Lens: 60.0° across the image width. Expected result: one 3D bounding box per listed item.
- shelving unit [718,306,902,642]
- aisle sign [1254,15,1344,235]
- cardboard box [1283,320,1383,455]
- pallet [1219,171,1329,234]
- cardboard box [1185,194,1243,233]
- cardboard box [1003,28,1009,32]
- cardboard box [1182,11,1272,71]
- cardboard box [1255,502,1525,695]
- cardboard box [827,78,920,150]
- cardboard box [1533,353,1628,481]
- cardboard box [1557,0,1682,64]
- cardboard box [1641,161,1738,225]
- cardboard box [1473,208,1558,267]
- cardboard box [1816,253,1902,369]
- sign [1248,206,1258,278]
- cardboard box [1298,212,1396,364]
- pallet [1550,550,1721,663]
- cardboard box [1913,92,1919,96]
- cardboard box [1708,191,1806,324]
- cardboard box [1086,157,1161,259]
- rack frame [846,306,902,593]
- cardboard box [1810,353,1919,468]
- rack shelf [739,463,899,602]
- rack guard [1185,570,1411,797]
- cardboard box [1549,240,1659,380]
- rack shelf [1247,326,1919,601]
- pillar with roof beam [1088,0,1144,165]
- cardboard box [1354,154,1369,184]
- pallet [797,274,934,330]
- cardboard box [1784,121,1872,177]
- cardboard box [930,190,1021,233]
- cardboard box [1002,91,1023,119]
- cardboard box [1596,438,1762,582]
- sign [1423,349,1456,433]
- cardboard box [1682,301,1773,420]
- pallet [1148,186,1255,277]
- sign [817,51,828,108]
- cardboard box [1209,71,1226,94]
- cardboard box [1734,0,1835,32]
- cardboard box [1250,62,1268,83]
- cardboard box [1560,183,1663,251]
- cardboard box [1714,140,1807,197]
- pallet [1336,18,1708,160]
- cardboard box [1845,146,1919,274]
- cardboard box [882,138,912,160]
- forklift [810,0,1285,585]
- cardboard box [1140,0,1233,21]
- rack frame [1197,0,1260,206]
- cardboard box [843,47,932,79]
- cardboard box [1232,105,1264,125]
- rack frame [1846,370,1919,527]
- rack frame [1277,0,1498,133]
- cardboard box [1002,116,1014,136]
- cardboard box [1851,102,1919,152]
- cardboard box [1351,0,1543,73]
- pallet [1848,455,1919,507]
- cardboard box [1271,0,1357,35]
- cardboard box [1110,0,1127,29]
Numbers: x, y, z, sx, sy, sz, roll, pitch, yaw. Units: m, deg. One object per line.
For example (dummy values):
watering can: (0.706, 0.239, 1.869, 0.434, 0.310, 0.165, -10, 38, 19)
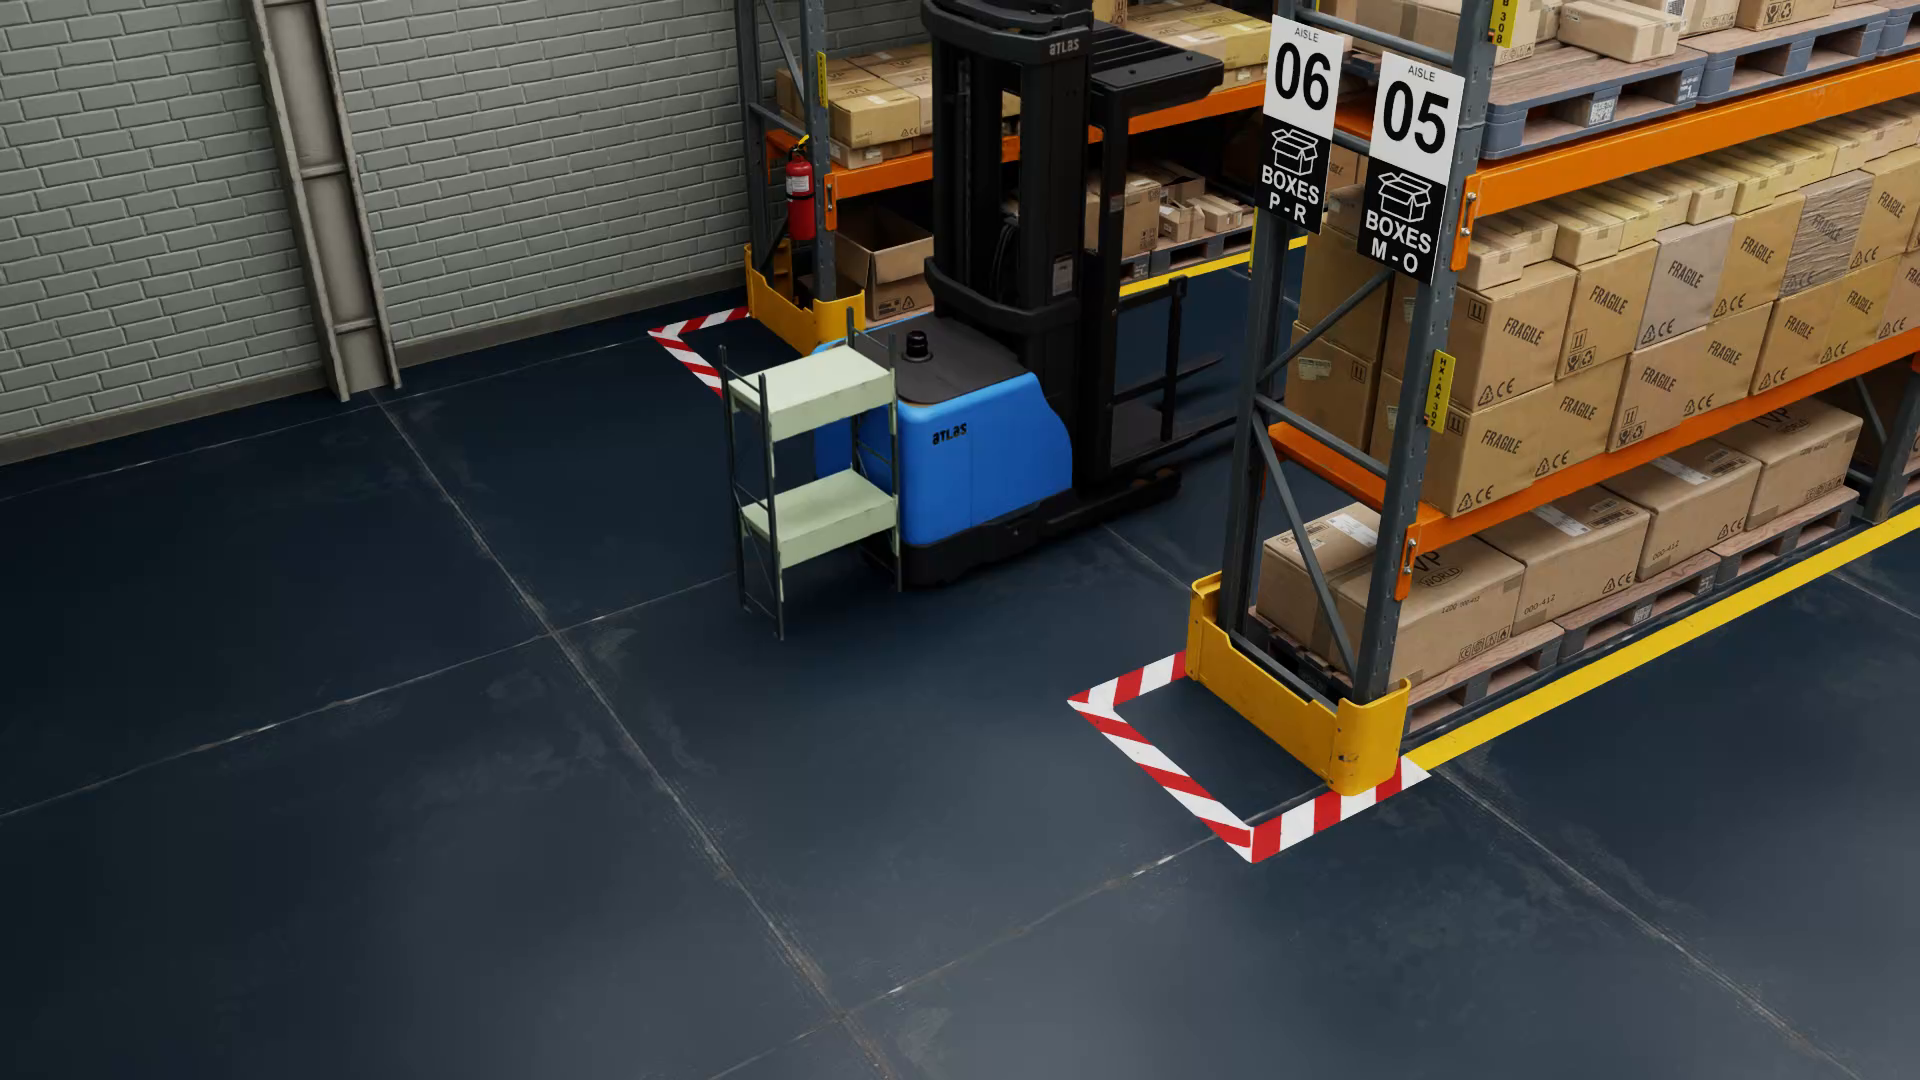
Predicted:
shelving unit: (-0.729, -0.323, 8.357, 0.755, 1.500, 0.431, -22, 38, -31)
aisle sign: (1.339, -1.645, 6.609, 0.004, 0.787, 0.394, -19, 37, -27)
cardboard box: (1.829, -0.728, 7.498, 0.500, 0.500, 0.500, -19, 37, -27)
pallet: (2.900, -2.881, 13.619, 1.213, 0.211, 1.003, -19, 37, -27)
cardboard box: (1.927, -2.487, 12.660, 0.250, 0.149, 0.380, -20, 37, -29)
cardboard box: (0.410, -3.407, 11.701, 0.500, 0.250, 0.500, -19, 37, -27)
cardboard box: (1.941, -3.614, 12.029, 0.500, 0.250, 0.500, -18, 36, -26)
cardboard box: (2.068, 0.243, 8.061, 0.875, 0.438, 0.875, -20, 38, -29)
cardboard box: (-0.598, -2.725, 10.620, 0.500, 0.250, 0.500, -19, 37, -27)
cardboard box: (2.536, -0.638, 7.356, 0.500, 0.500, 0.500, -20, 37, -28)
cardboard box: (2.606, -2.021, 6.579, 0.250, 0.149, 0.380, -18, 36, -26)
cardboard box: (3.114, -1.514, 7.199, 0.250, 0.149, 0.380, -19, 37, -27)
cardboard box: (2.197, -1.253, 6.786, 0.250, 0.149, 0.380, -18, 36, -26)
cardboard box: (4.248, -1.226, 8.288, 0.500, 0.500, 0.500, -20, 37, -28)
sign: (1.285, -1.264, 7.136, 0.005, 0.325, 0.100, -19, 37, -27)
cardboard box: (1.843, -1.138, 7.212, 0.500, 0.500, 0.500, -18, 36, -26)
pallet: (3.221, 0.136, 8.837, 1.213, 0.211, 1.003, -19, 37, -27)
cardboard box: (4.843, -2.091, 8.115, 0.250, 0.149, 0.380, -20, 37, -28)
cardboard box: (3.403, -1.353, 7.552, 0.500, 0.500, 0.500, -19, 37, -27)
cardboard box: (1.052, -2.436, 12.250, 0.500, 0.500, 0.700, -20, 38, -29)
rack frame: (-0.437, -0.441, 8.544, 0.023, 1.500, 0.400, -22, 38, -31)
cardboard box: (5.407, -1.077, 9.744, 0.875, 0.875, 0.875, -18, 36, -26)
rack shelf: (-0.729, -0.048, 8.531, 0.720, 0.370, 0.431, -22, 38, -31)
rack guard: (1.547, 0.637, 7.772, 0.348, 0.500, 1.175, -19, 37, -27)
cardboard box: (2.555, -1.056, 7.081, 0.500, 0.500, 0.500, -20, 37, -29)
rack shelf: (3.248, -0.701, 8.224, 4.000, 0.370, 1.077, -19, 37, -27)
pillar with roof beam: (3.496, -4.618, 8.136, 0.400, 9.000, 9.100, -19, 37, -27)
cardboard box: (3.207, -3.126, 13.343, 0.500, 0.500, 0.500, -19, 37, -28)
pallet: (-0.392, -1.725, 11.787, 1.213, 0.211, 1.003, -19, 37, -27)
cardboard box: (3.953, -1.826, 7.695, 0.250, 0.149, 0.380, -19, 37, -28)
cardboard box: (0.180, -2.136, 11.774, 0.500, 0.500, 0.700, -17, 36, -25)
cardboard box: (0.250, -3.019, 11.085, 0.500, 0.250, 0.500, -20, 37, -28)
cardboard box: (3.591, -0.285, 8.898, 0.875, 0.438, 0.875, -20, 37, -29)
sign: (1.863, -0.576, 6.466, 0.005, 0.325, 0.100, -19, 37, -27)
cardboard box: (3.385, -0.929, 7.818, 0.500, 0.500, 0.500, -18, 36, -26)
pallet: (1.659, -2.431, 12.906, 1.213, 0.211, 1.003, -19, 37, -27)
sign: (-0.831, -2.775, 10.026, 0.005, 0.325, 0.100, -19, 37, -27)
cardboard box: (1.693, -3.326, 11.946, 0.250, 0.149, 0.380, -18, 36, -26)
cardboard box: (3.343, -2.474, 6.967, 0.500, 0.500, 0.500, -18, 37, -26)
cardboard box: (2.105, -3.497, 12.217, 0.250, 0.149, 0.380, -18, 37, -27)
cardboard box: (2.689, -1.361, 6.957, 0.250, 0.149, 0.380, -20, 37, -29)
cardboard box: (3.536, -1.672, 7.451, 0.250, 0.149, 0.380, -19, 37, -27)
pallet: (2.185, -1.877, 6.686, 1.213, 0.211, 1.003, -19, 37, -27)
cardboard box: (4.251, -1.645, 8.016, 0.500, 0.500, 0.500, -20, 37, -28)
cardboard box: (-0.512, -2.612, 10.815, 0.250, 0.149, 0.380, -18, 36, -26)
forklift: (0.665, -1.628, 9.084, 3.031, 2.935, 1.130, -22, 38, -31)
cardboard box: (1.674, -3.849, 12.401, 0.500, 0.250, 0.500, -19, 37, -28)
rack frame: (2.237, -3.808, 12.476, 0.127, 3.000, 1.000, -19, 37, -27)
cardboard box: (-0.448, -3.115, 11.238, 0.500, 0.250, 0.500, -19, 37, -27)
cardboard box: (2.390, -3.439, 13.231, 0.250, 0.149, 0.380, -21, 38, -29)
rack frame: (4.929, -1.583, 8.949, 0.127, 3.000, 1.000, -19, 37, -27)
rack frame: (1.567, -2.964, 5.515, 0.127, 3.000, 1.000, -19, 37, -27)
cardboard box: (0.156, -2.828, 11.158, 0.250, 0.149, 0.380, -18, 37, -27)
cardboard box: (4.347, -1.996, 7.964, 0.250, 0.149, 0.380, -19, 37, -27)
cardboard box: (1.897, -2.023, 6.487, 0.500, 0.250, 0.500, -23, 39, -31)
pallet: (5.537, -0.661, 10.100, 1.213, 0.211, 1.003, -19, 37, -27)
cardboard box: (2.764, -4.068, 12.399, 0.500, 0.500, 0.700, -18, 36, -26)
cardboard box: (0.841, -3.877, 11.743, 0.500, 0.500, 0.500, -20, 37, -29)
